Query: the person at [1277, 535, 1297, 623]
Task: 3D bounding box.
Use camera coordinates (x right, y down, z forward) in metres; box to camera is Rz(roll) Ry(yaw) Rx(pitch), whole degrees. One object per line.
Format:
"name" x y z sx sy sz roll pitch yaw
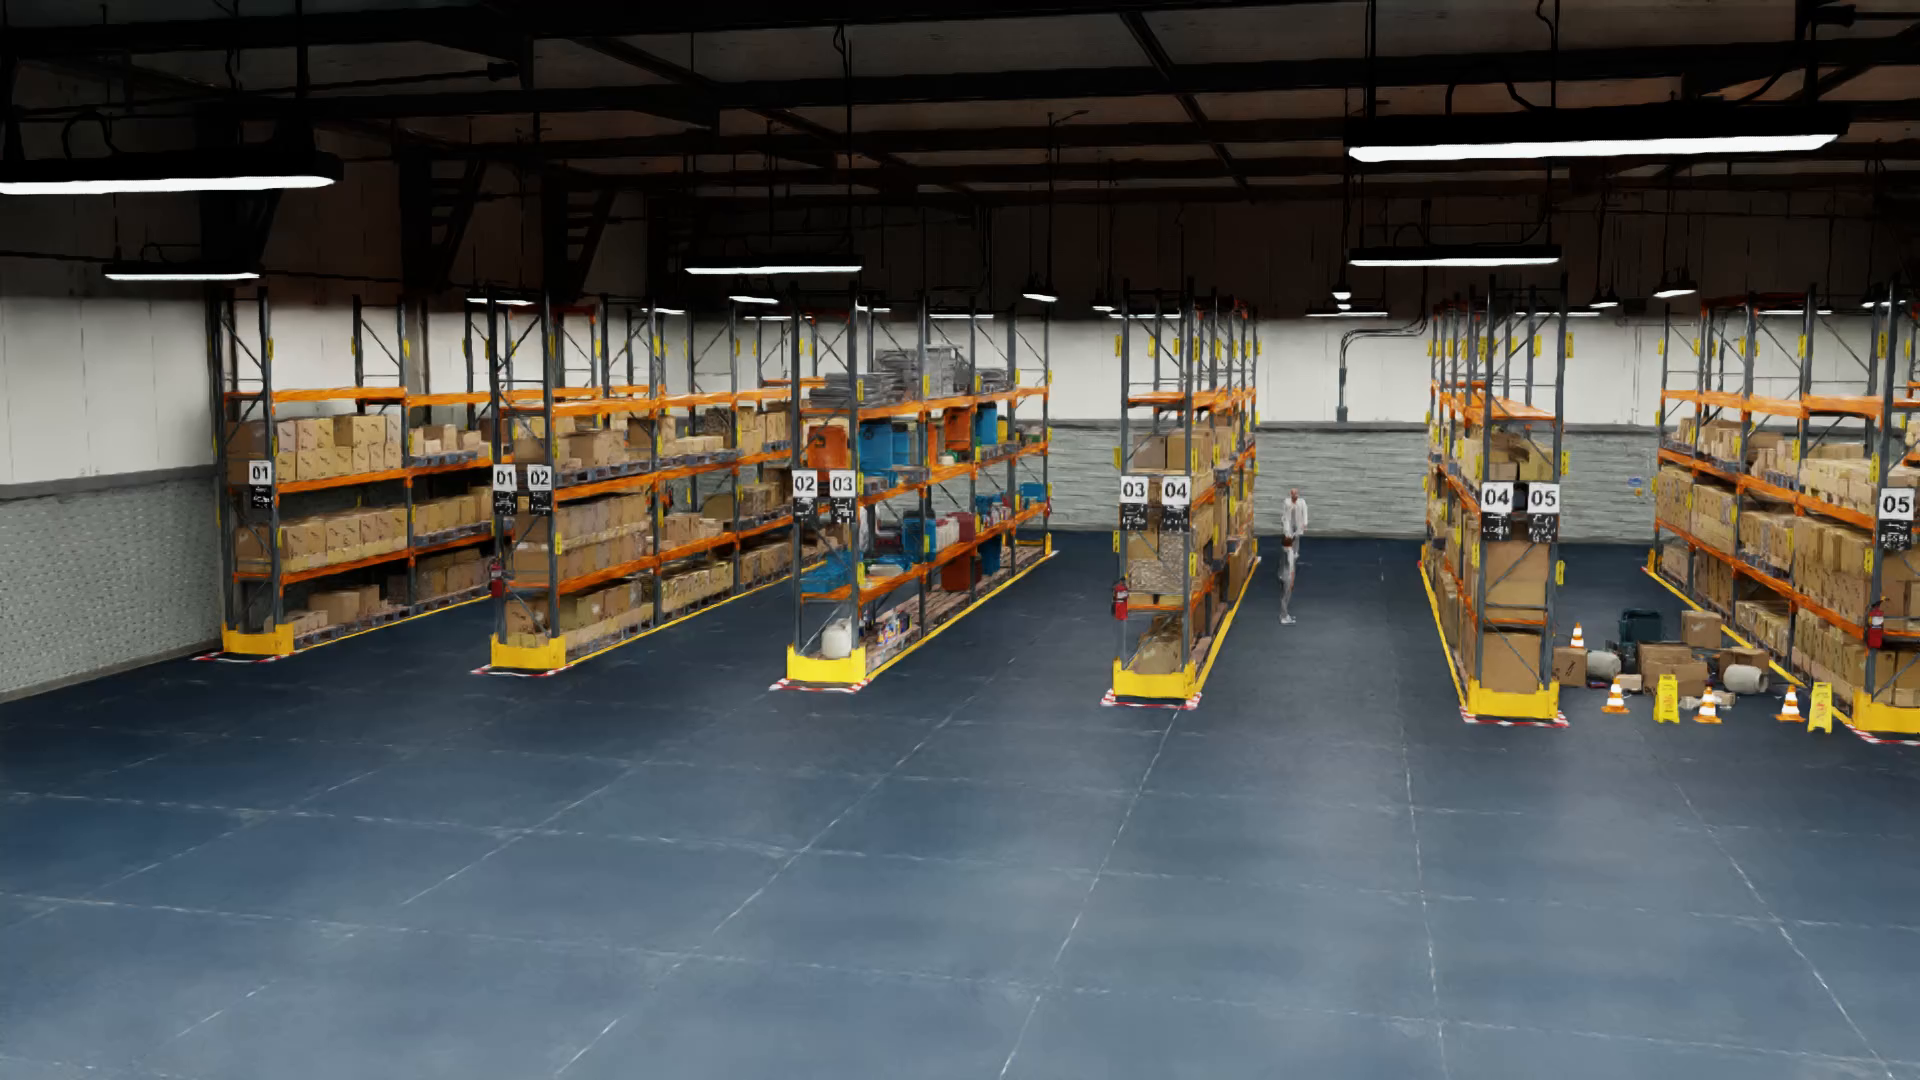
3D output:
"person" 6.009 0.699 30.487 0.406 1.600 0.468 -2 7 -18

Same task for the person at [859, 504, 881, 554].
"person" -2.079 -0.211 37.913 0.563 1.707 1.127 1 7 11

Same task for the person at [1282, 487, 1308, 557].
"person" 7.941 -0.391 39.477 0.604 1.724 1.109 1 7 12
